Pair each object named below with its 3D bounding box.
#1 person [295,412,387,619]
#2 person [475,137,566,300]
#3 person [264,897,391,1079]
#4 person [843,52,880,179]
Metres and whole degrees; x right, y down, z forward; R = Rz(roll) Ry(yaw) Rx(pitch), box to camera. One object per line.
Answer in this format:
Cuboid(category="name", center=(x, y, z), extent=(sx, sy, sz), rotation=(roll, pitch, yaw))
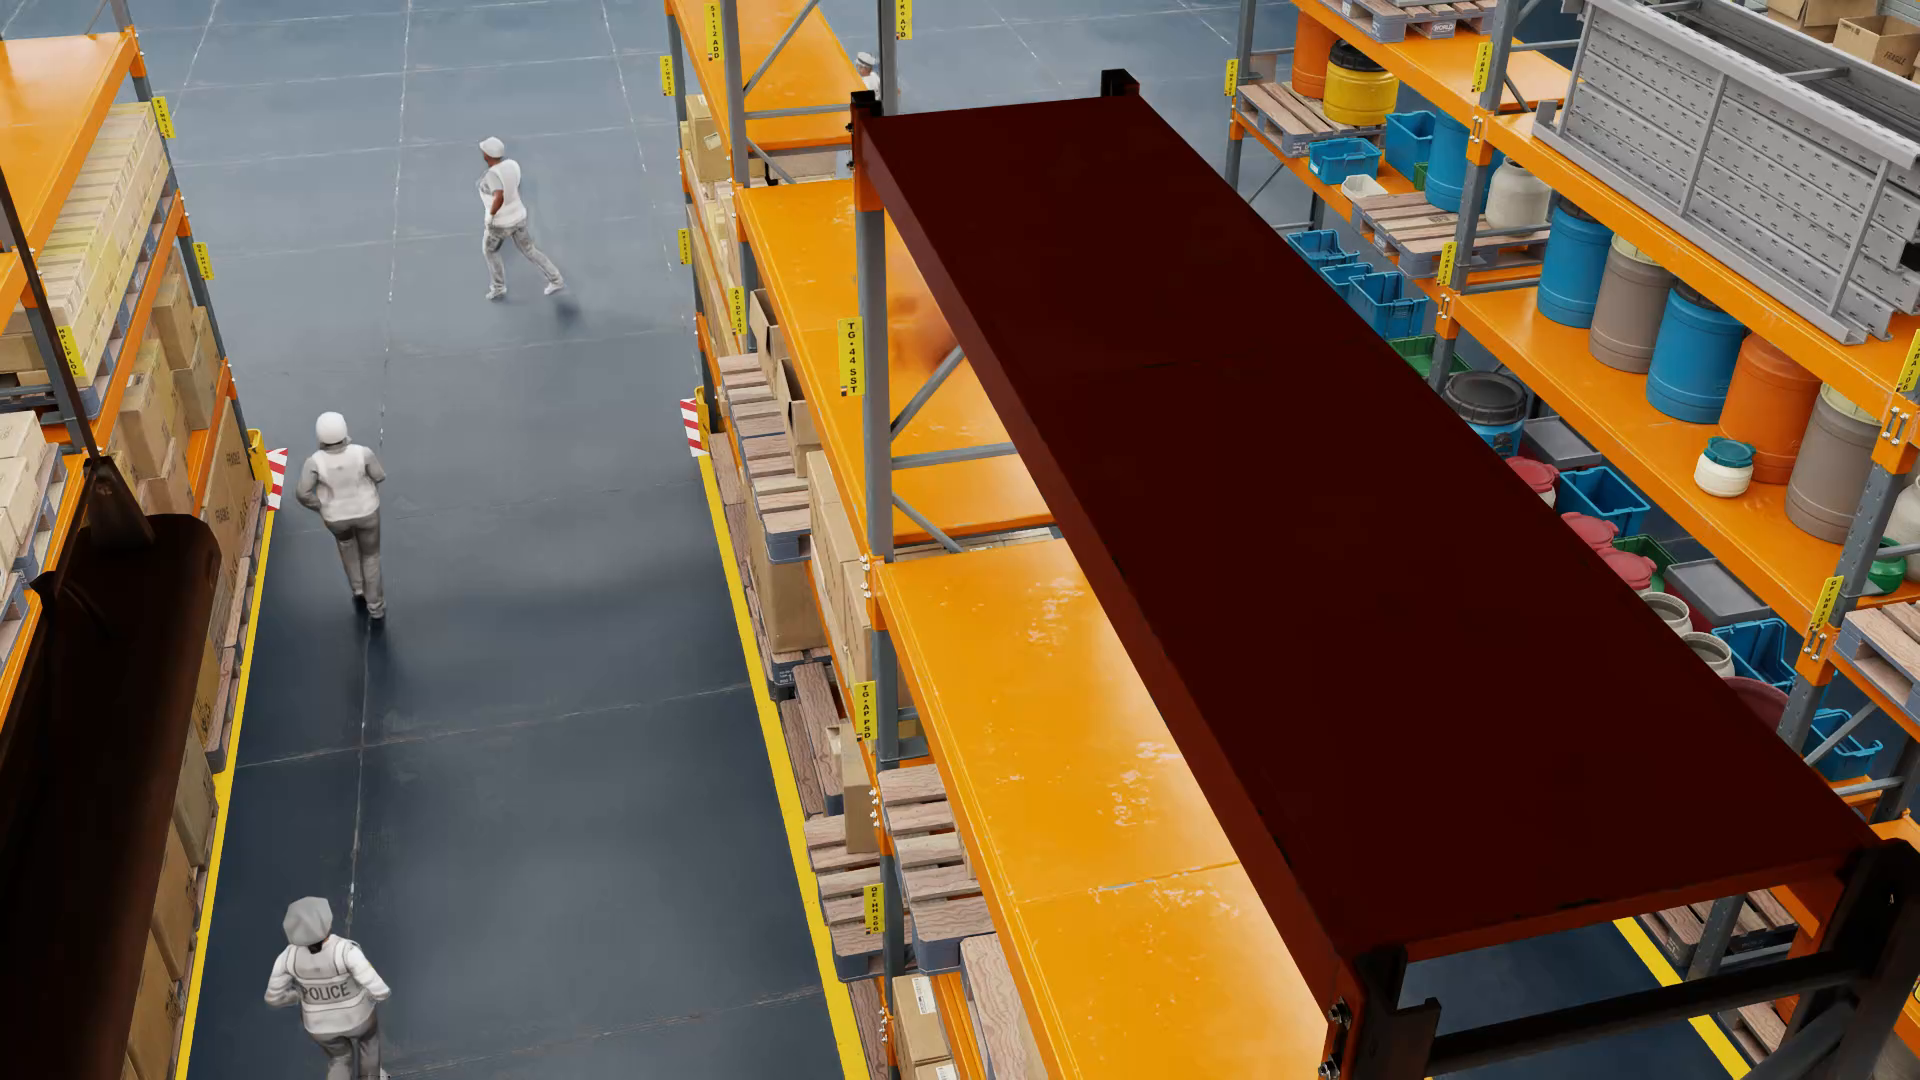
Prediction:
Cuboid(category="person", center=(-4.710, -0.213, 12.849), extent=(0.637, 1.814, 0.711), rotation=(-9, 35, -13))
Cuboid(category="person", center=(-4.670, -3.286, 17.314), extent=(0.929, 1.828, 0.695), rotation=(15, 37, 21))
Cuboid(category="person", center=(-3.323, 2.581, 8.877), extent=(0.642, 1.668, 0.665), rotation=(-6, 35, -8))
Cuboid(category="person", center=(-1.122, -4.862, 19.582), extent=(0.962, 1.782, 0.658), rotation=(6, 35, 8))
